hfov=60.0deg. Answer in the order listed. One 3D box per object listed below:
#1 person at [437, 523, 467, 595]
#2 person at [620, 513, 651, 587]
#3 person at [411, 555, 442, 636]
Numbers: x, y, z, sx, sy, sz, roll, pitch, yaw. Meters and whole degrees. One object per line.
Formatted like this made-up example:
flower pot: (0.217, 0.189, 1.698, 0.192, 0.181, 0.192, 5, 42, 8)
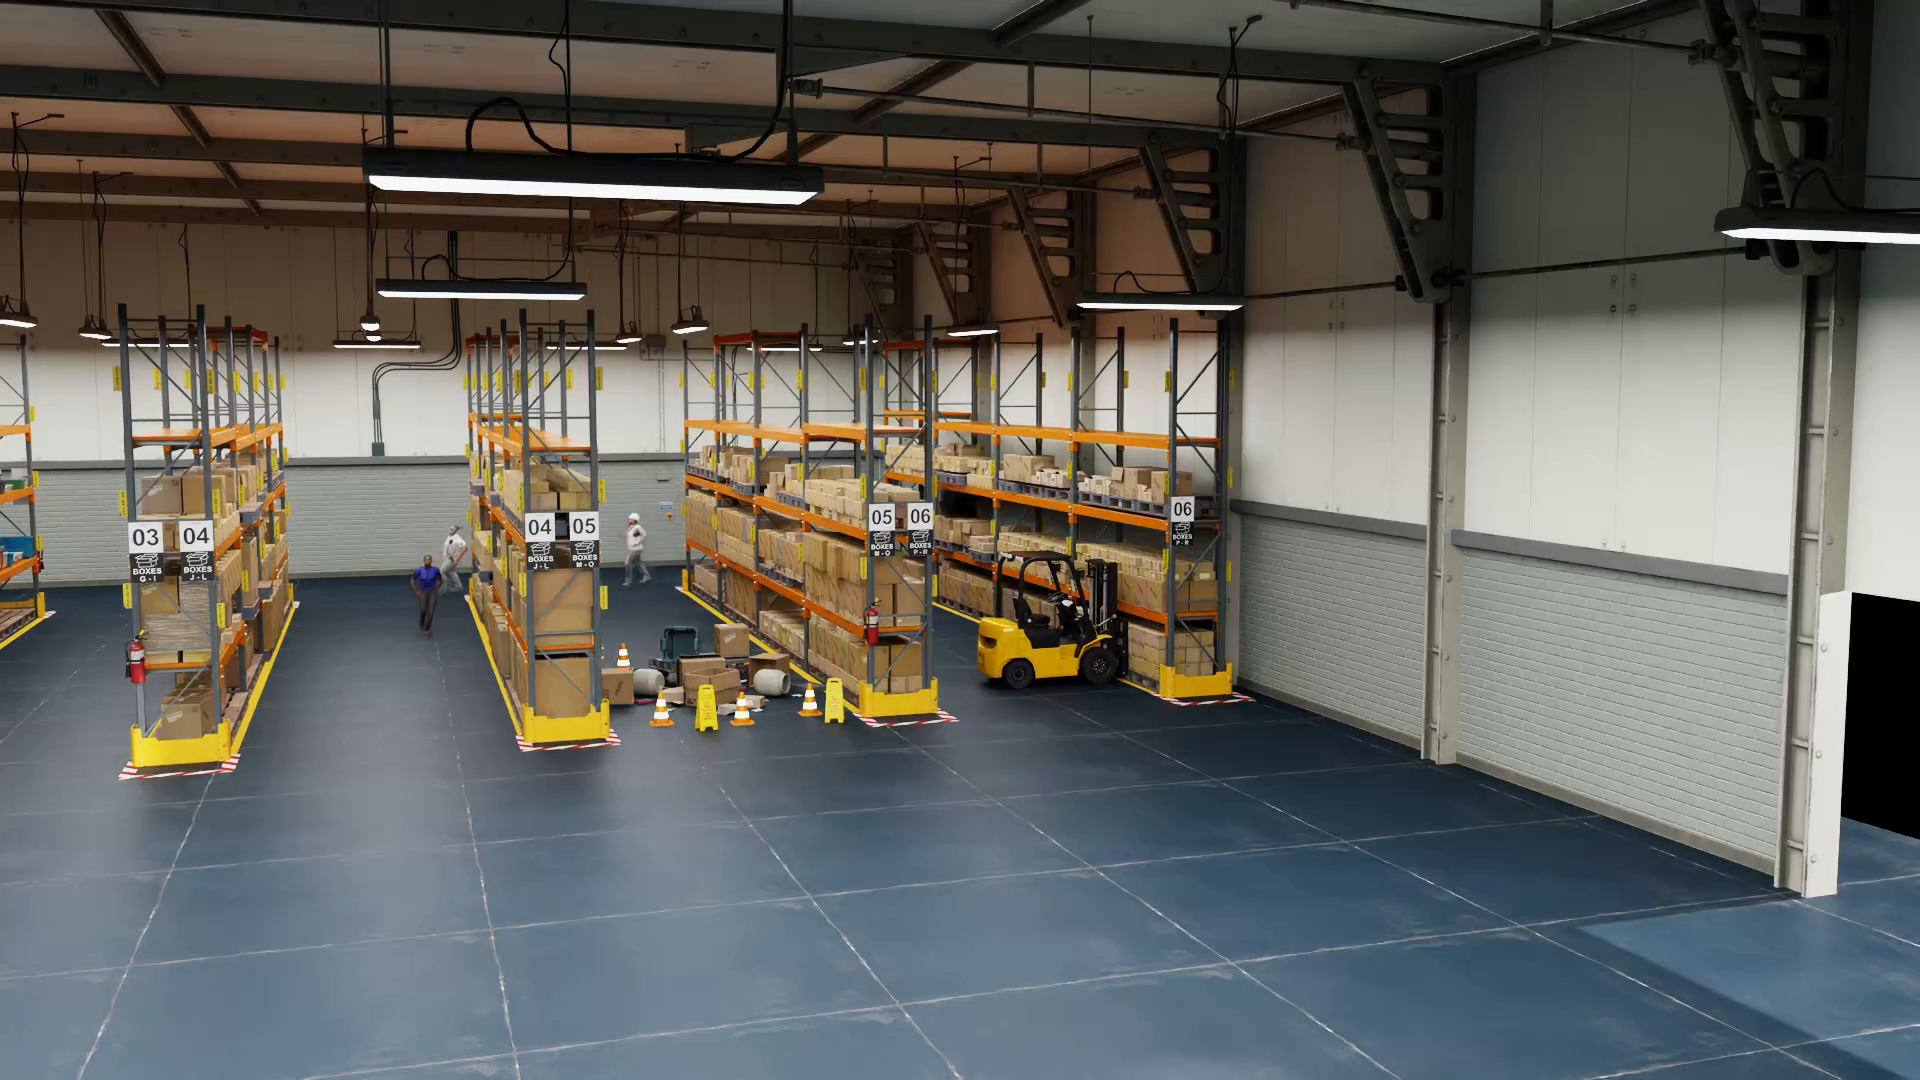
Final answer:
person: (-12.042, 0.461, 39.266, 0.744, 1.745, 0.800, -2, 6, -19)
person: (-7.949, 0.254, 40.807, 0.774, 1.827, 0.657, -2, 6, -22)
person: (-10.512, 1.091, 32.852, 0.583, 1.609, 0.530, -3, 6, -25)
